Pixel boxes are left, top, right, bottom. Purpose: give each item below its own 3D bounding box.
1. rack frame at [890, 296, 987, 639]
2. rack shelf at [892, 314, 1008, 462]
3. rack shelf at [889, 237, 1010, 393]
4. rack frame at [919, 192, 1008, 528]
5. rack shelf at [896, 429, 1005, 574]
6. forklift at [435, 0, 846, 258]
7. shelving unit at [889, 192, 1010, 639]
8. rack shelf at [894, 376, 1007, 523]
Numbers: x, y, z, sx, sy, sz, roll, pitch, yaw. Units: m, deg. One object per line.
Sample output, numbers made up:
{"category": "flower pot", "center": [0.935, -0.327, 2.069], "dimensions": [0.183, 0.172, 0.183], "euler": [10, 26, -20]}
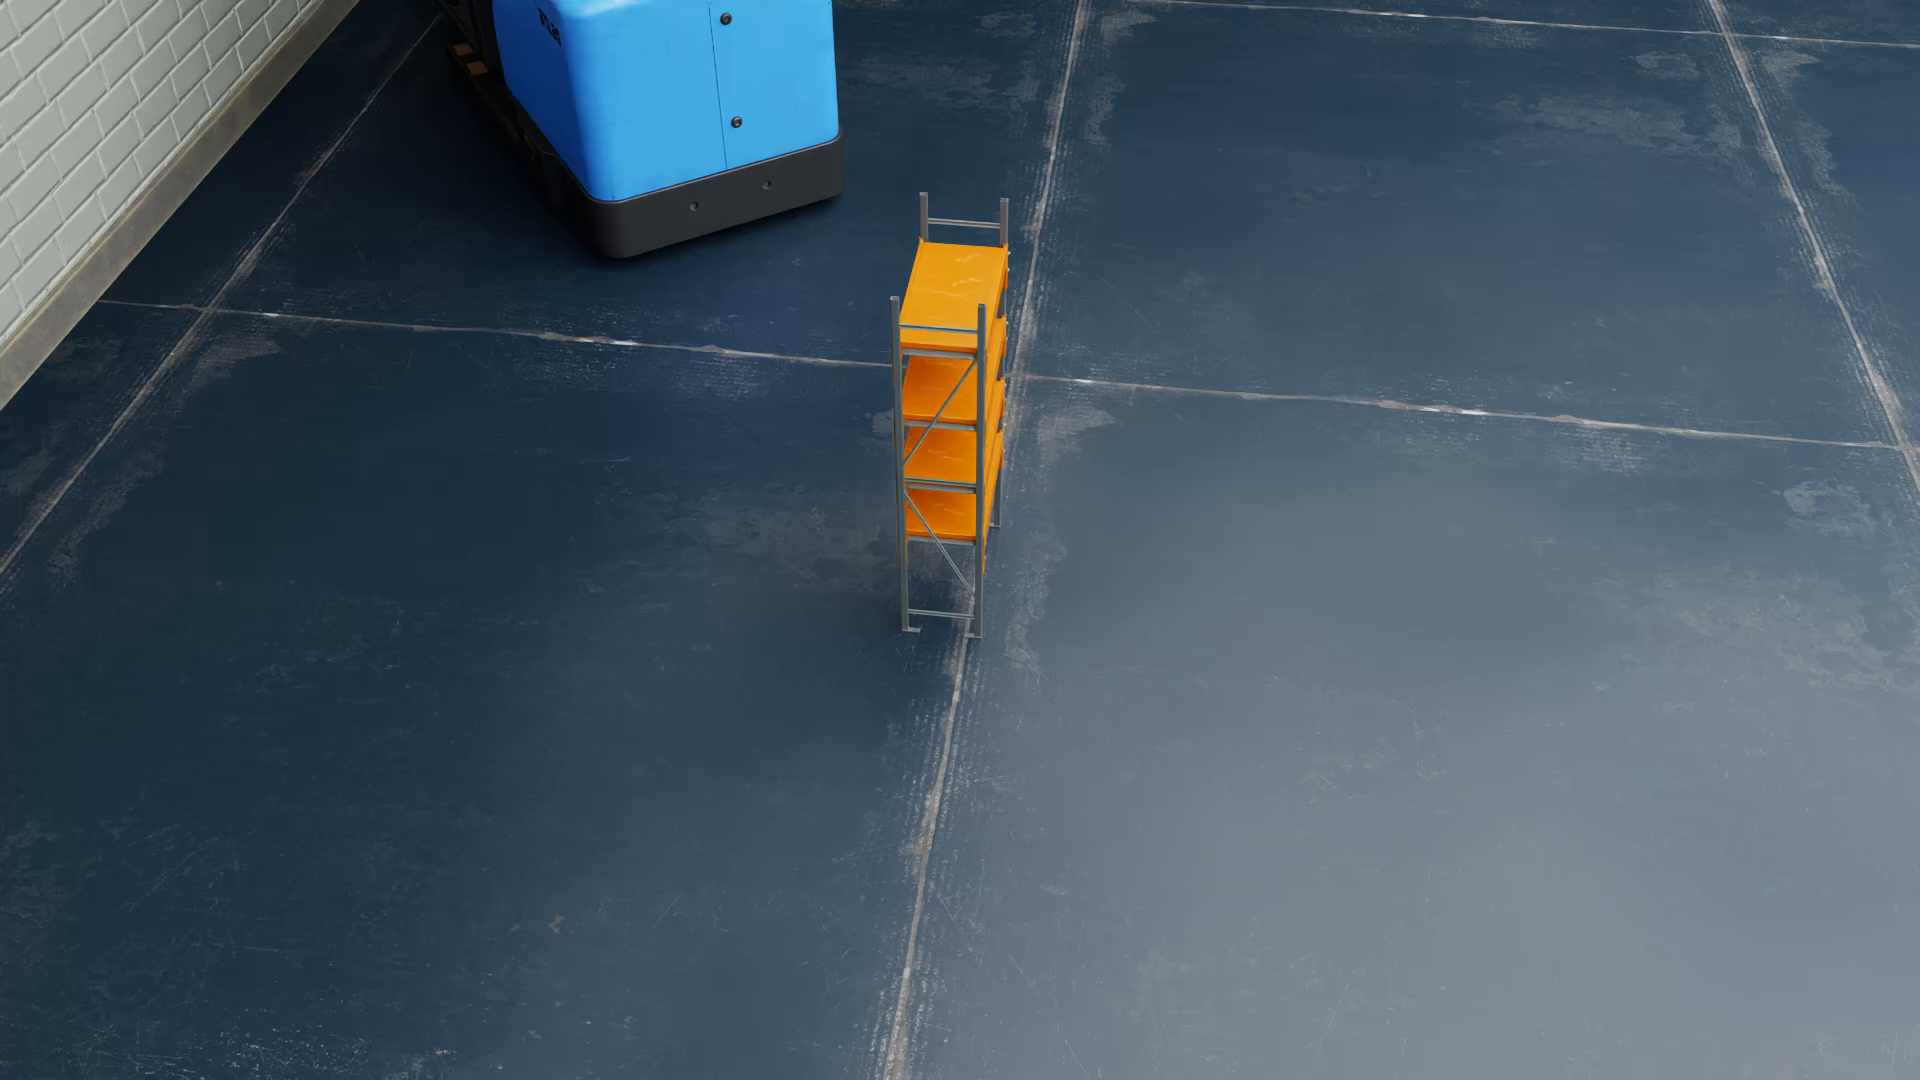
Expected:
{"category": "rack frame", "center": [-0.054, -0.157, 4.543], "dimensions": [0.240, 1.200, 0.015], "euler": [5, 44, 6]}
{"category": "rack shelf", "center": [-0.022, -0.436, 4.611], "dimensions": [0.258, 0.148, 0.480], "euler": [5, 44, 6]}
{"category": "rack shelf", "center": [-0.022, -0.608, 4.448], "dimensions": [0.258, 0.148, 0.480], "euler": [5, 44, 6]}
{"category": "rack frame", "center": [0.010, -0.489, 4.894], "dimensions": [0.240, 1.200, 0.015], "euler": [5, 44, 6]}
{"category": "rack shelf", "center": [-0.022, -0.130, 4.901], "dimensions": [0.258, 0.148, 0.480], "euler": [5, 44, 6]}
{"category": "forklift", "center": [-1.622, -3.129, 6.423], "dimensions": [1.130, 2.935, 3.031], "euler": [-21, 47, -21]}
{"category": "shelving unit", "center": [-0.022, -0.323, 4.718], "dimensions": [0.258, 1.200, 0.503], "euler": [5, 44, 6]}
{"category": "rack shelf", "center": [-0.022, -0.274, 4.765], "dimensions": [0.258, 0.148, 0.480], "euler": [5, 44, 6]}
